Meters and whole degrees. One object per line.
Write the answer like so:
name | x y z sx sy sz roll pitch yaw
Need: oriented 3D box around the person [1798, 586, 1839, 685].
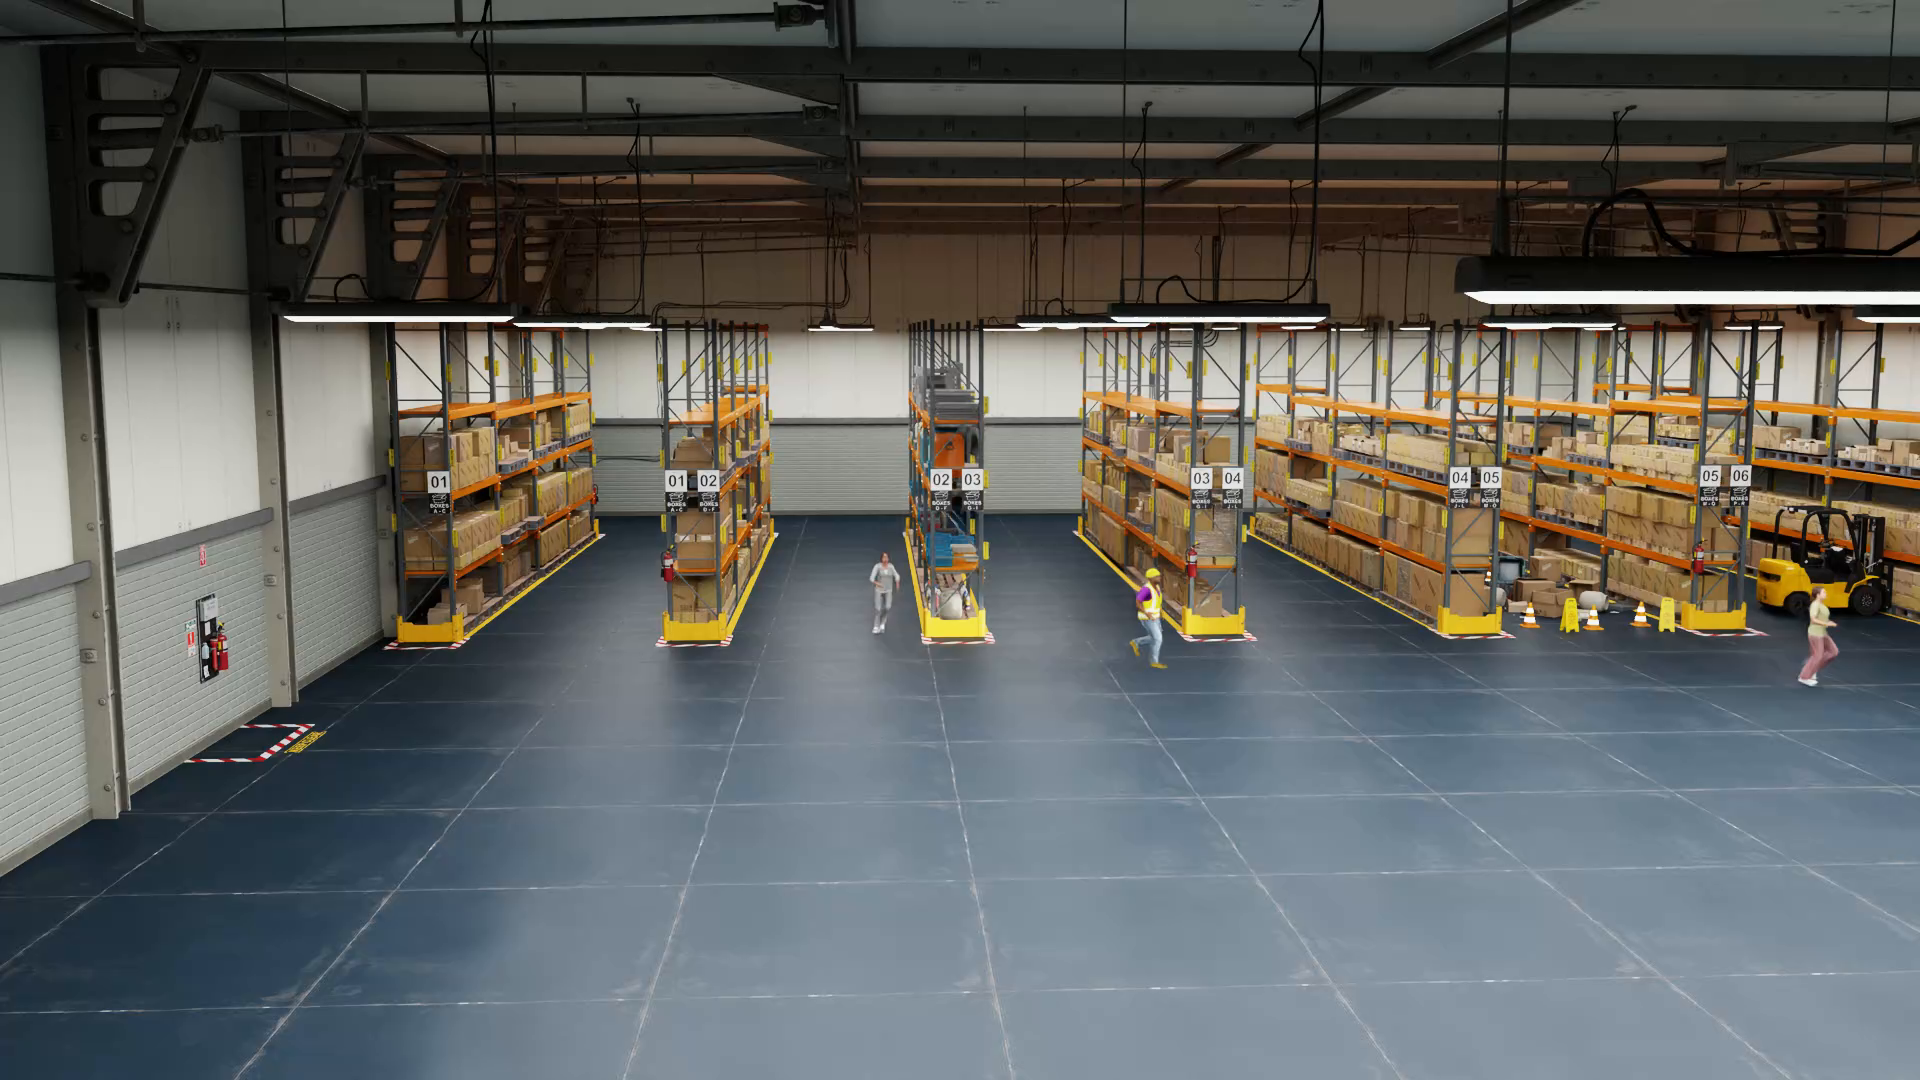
person | 14.009 1.556 27.108 0.551 1.641 0.630 6 9 40

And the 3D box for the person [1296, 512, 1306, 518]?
person | 10.112 -1.160 49.073 0.673 1.687 0.549 -2 7 -15

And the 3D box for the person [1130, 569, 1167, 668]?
person | 3.237 1.342 28.676 0.670 1.729 0.723 4 8 29

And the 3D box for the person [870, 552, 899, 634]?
person | -1.432 1.016 31.798 0.589 1.556 0.520 -1 7 -10
